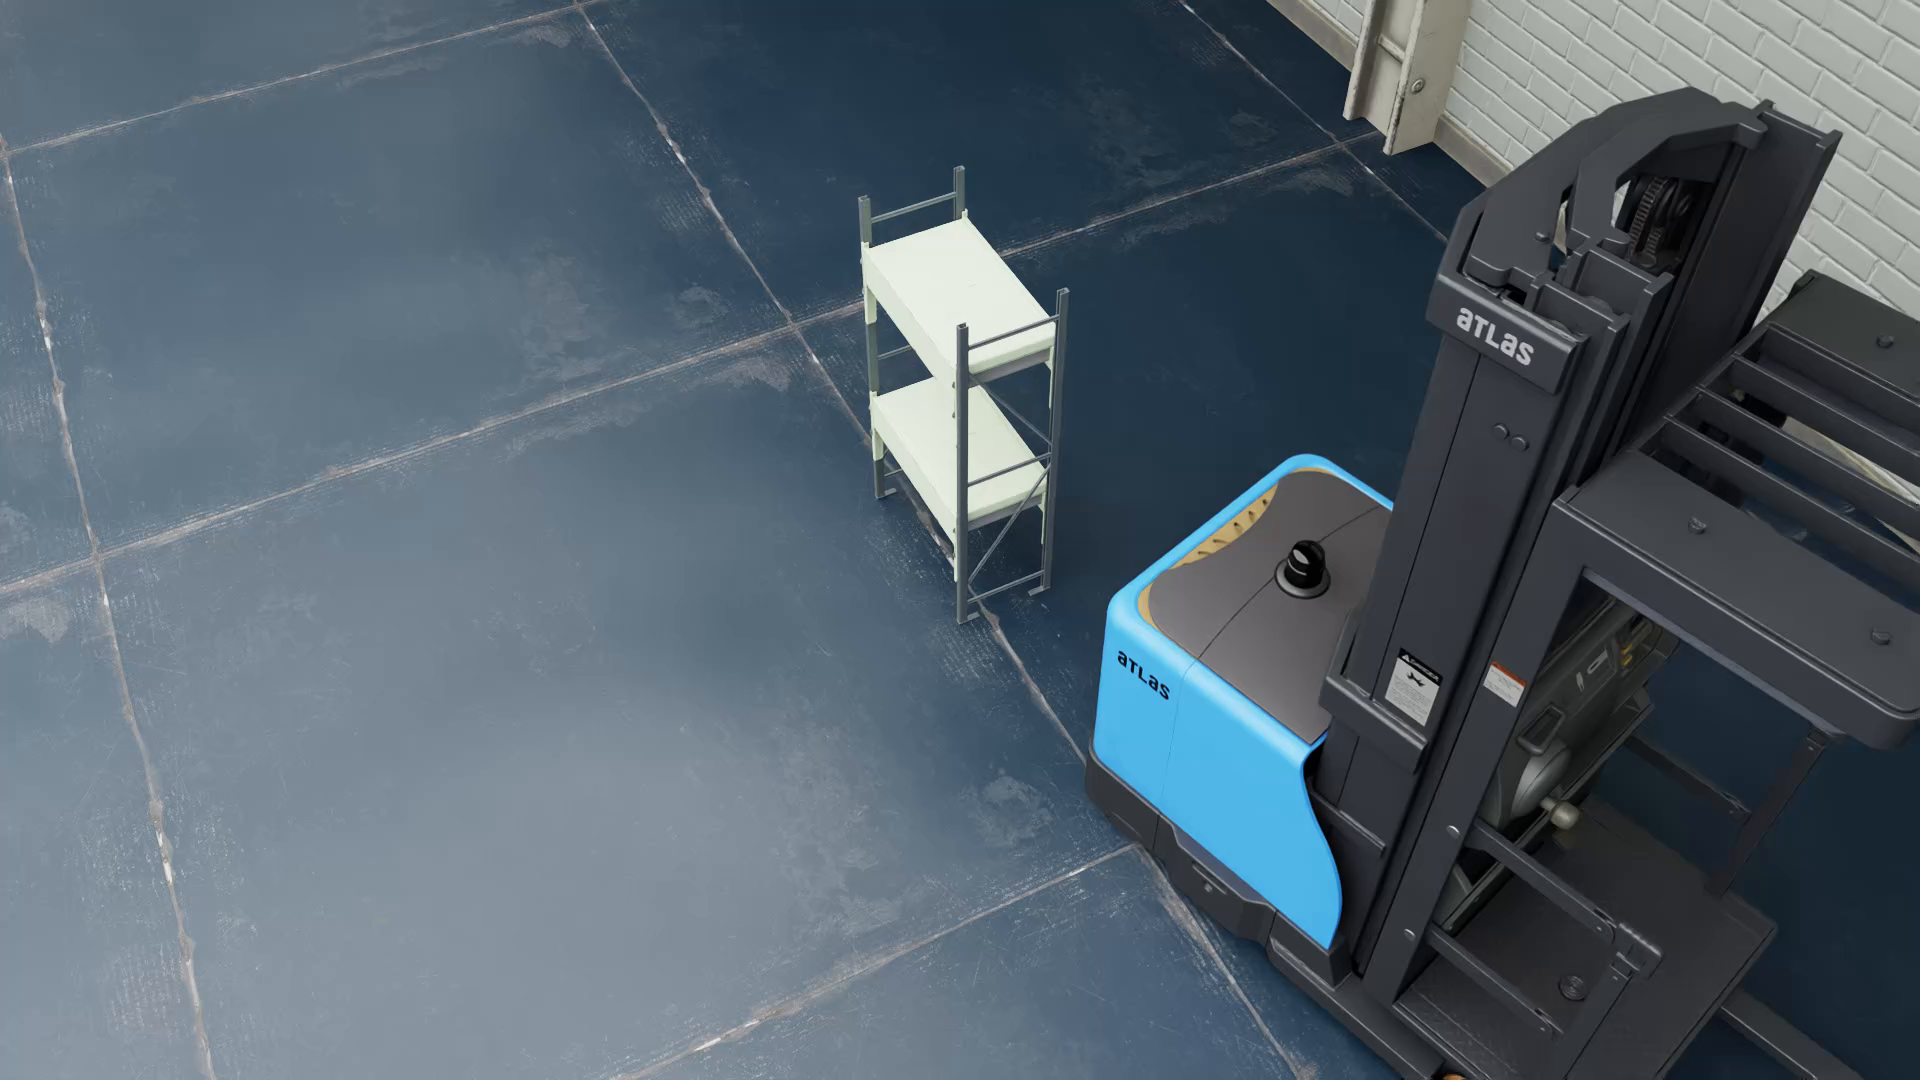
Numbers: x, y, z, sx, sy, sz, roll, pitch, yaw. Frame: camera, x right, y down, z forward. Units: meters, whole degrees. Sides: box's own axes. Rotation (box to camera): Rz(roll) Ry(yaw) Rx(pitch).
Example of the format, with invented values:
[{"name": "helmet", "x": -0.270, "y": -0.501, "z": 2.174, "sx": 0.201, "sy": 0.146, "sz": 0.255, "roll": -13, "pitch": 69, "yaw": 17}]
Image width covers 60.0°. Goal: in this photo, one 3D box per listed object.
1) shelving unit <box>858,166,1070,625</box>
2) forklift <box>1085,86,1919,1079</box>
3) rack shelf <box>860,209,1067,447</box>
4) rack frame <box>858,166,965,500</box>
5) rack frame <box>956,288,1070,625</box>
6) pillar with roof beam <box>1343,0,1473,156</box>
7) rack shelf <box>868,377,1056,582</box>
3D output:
[{"name": "shelving unit", "x": 0.003, "y": -0.489, "z": 6.074, "sx": 0.431, "sy": 1.500, "sz": 0.755, "roll": -21, "pitch": 52, "yaw": -18}, {"name": "forklift", "x": 1.815, "y": 0.486, "z": 4.271, "sx": 1.130, "sy": 2.935, "sz": 3.031, "roll": -36, "pitch": 58, "yaw": -27}, {"name": "rack shelf", "x": 0.003, "y": -0.746, "z": 5.780, "sx": 0.431, "sy": 0.370, "sz": 0.720, "roll": -21, "pitch": 52, "yaw": -18}, {"name": "rack frame", "x": -0.164, "y": -0.734, "z": 6.288, "sx": 0.400, "sy": 1.500, "sz": 0.023, "roll": -21, "pitch": 52, "yaw": -18}, {"name": "rack frame", "x": 0.171, "y": -0.244, "z": 5.860, "sx": 0.400, "sy": 1.500, "sz": 0.023, "roll": -21, "pitch": 52, "yaw": -18}, {"name": "pillar with roof beam", "x": -1.635, "y": -3.588, "z": 3.803, "sx": 9.100, "sy": 9.000, "sz": 0.400, "roll": -21, "pitch": 52, "yaw": -18}, {"name": "rack shelf", "x": 0.003, "y": -0.275, "z": 6.320, "sx": 0.431, "sy": 0.370, "sz": 0.720, "roll": -21, "pitch": 52, "yaw": -18}]
